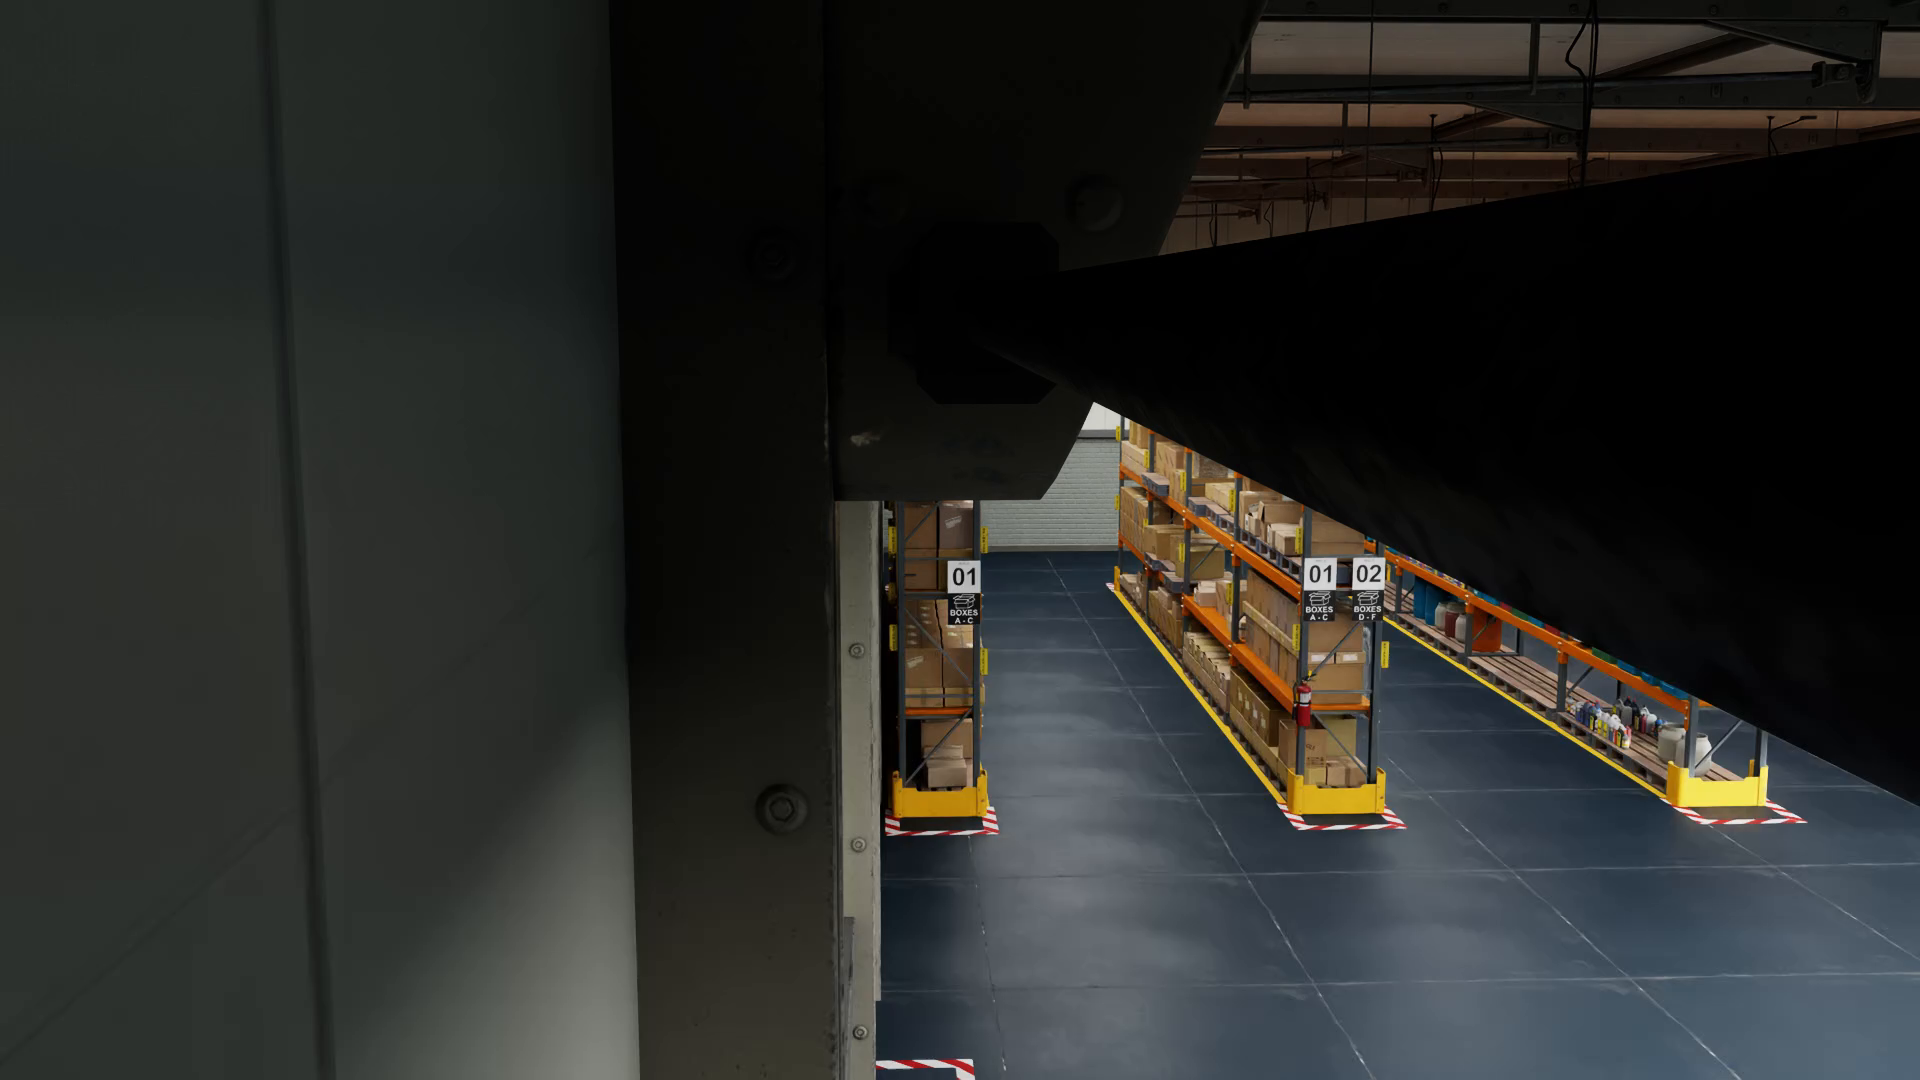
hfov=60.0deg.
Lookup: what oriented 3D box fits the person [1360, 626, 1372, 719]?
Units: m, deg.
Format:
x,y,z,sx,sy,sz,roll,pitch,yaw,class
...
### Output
x,y,z,sx,sy,sz,roll,pitch,yaw,class
6.061,1.849,25.473,0.537,1.616,1.049,0,8,-3,person
